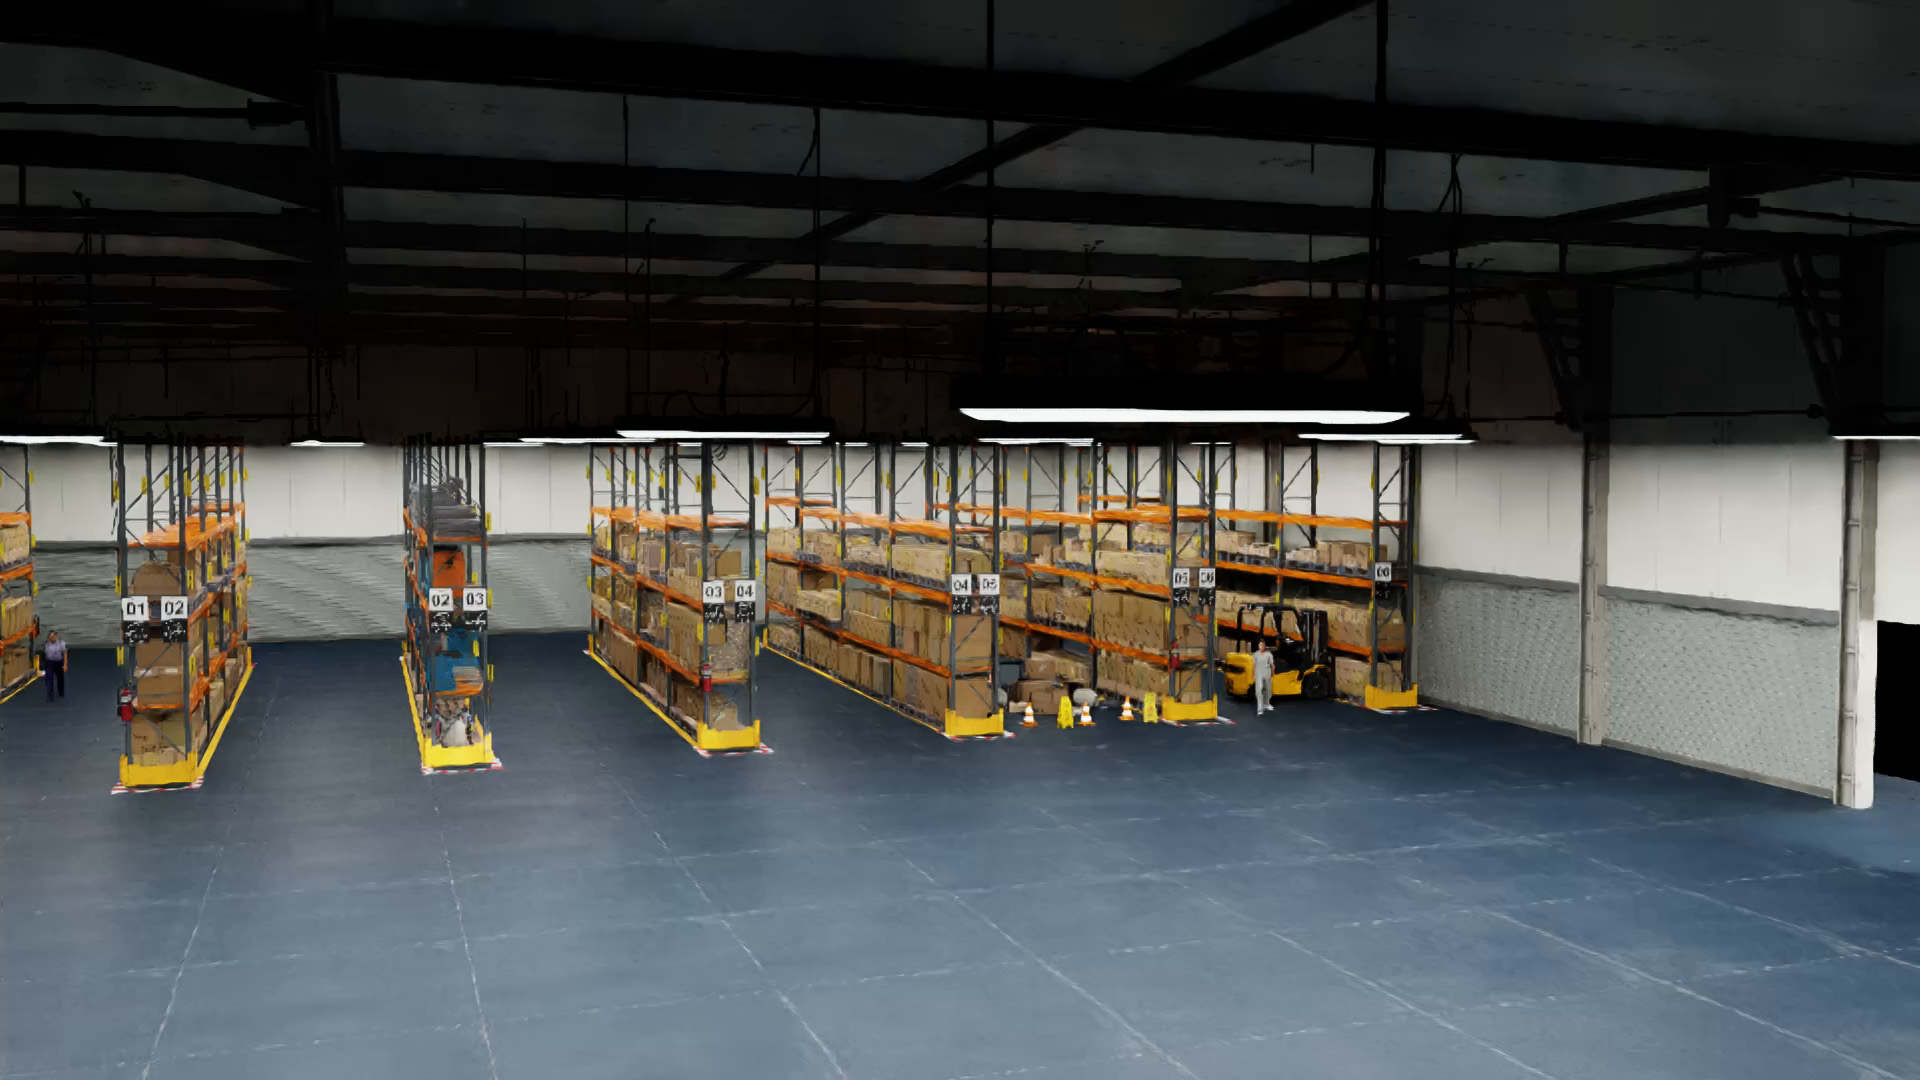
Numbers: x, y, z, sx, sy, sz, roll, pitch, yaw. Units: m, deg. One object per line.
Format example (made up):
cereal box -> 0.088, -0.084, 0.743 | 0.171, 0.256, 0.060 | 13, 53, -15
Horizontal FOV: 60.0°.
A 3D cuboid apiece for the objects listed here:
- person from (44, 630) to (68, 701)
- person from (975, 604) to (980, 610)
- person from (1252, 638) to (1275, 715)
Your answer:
person -> -20.537, 2.836, 37.773 | 0.491, 1.577, 0.991 | -1, 3, -21
person -> 0.505, 2.487, 42.599 | 0.584, 1.727, 0.450 | 3, 4, 38
person -> 6.545, 2.922, 35.783 | 0.516, 1.634, 0.908 | 0, 3, 4
